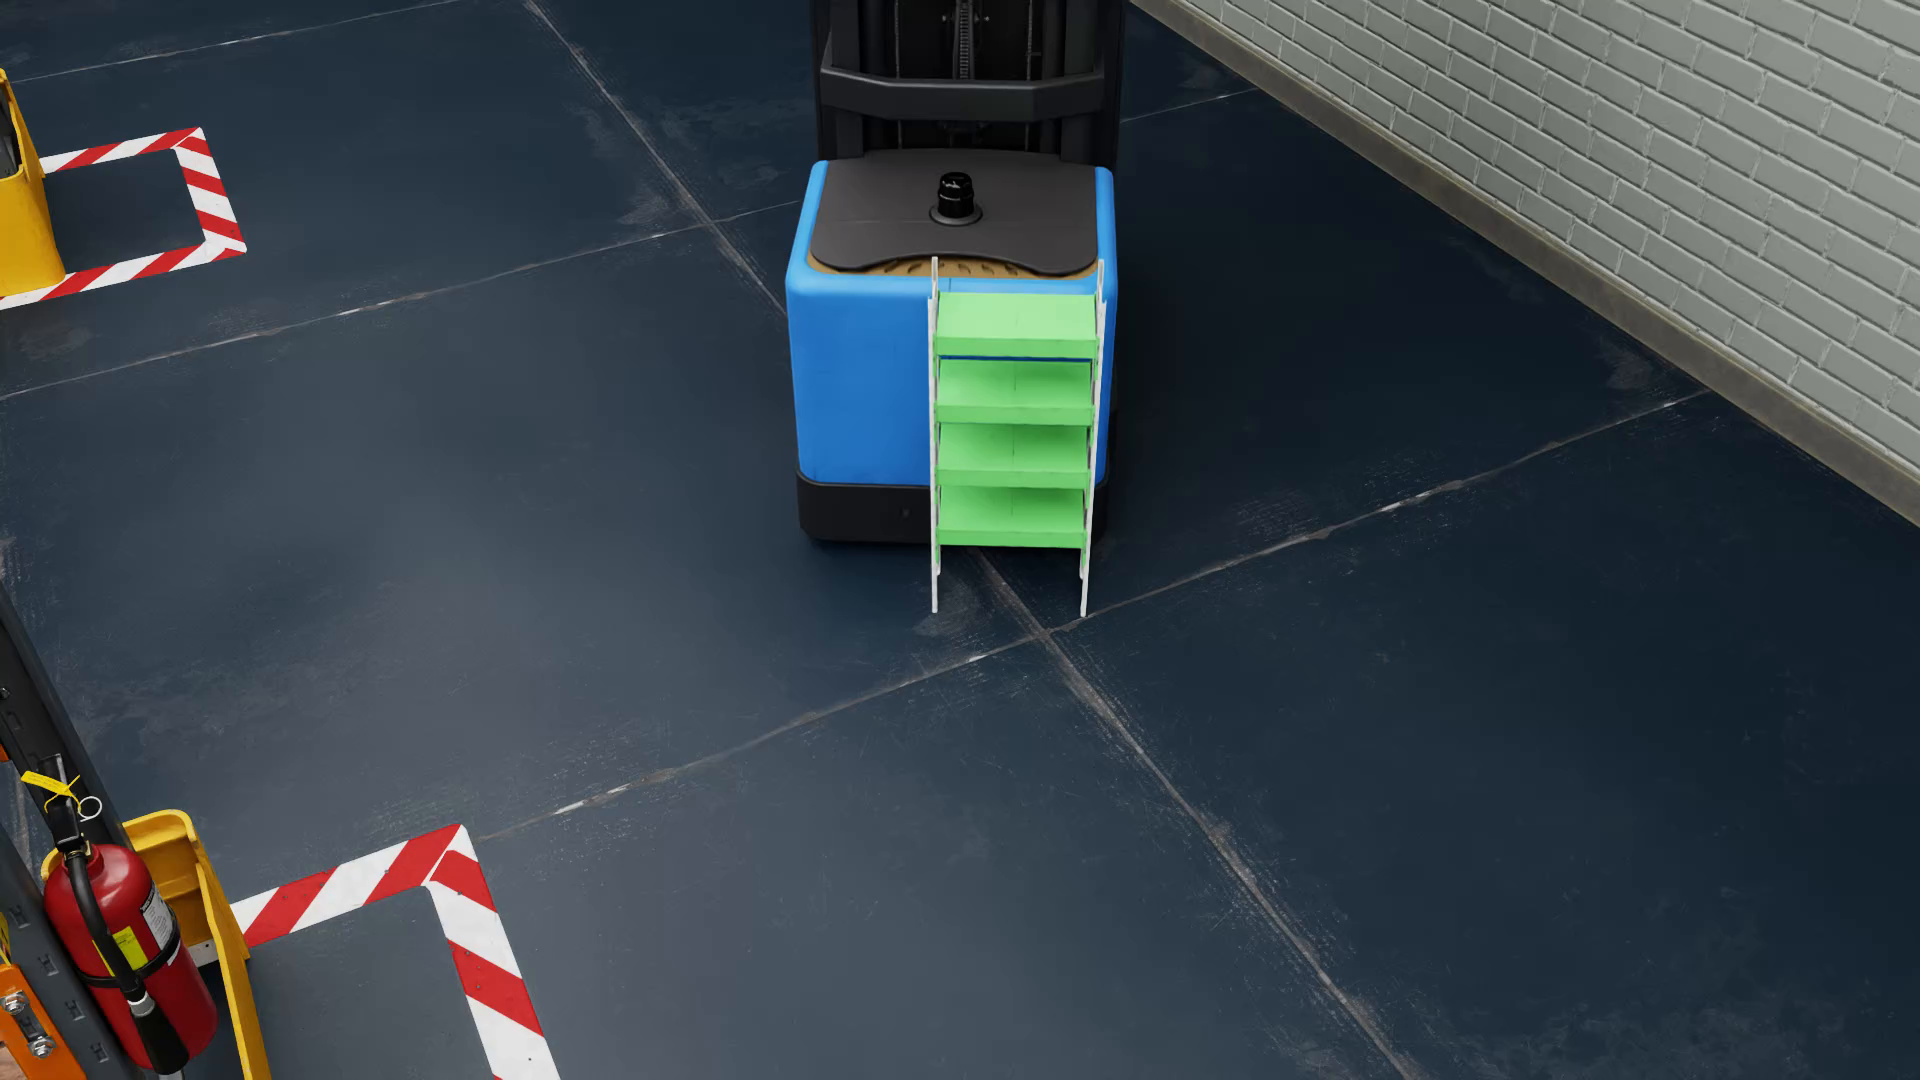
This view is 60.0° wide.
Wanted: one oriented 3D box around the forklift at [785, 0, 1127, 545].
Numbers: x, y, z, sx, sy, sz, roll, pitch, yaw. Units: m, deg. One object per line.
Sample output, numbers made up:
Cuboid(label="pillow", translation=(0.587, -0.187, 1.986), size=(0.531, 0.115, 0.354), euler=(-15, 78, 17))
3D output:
Cuboid(label="forklift", translation=(0.039, -2.027, 5.875), size=(1.130, 2.935, 3.031), euler=(2, 40, 2))

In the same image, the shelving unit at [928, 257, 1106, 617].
Cuboid(label="shelving unit", translation=(0.165, -0.289, 5.163), size=(0.503, 1.200, 0.258), euler=(1, 40, 2))

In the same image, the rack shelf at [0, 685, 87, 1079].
Cuboid(label="rack shelf", translation=(-3.623, 1.171, 2.602), size=(4.000, 0.370, 1.077), euler=(-19, 44, -21))

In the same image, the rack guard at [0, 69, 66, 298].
Cuboid(label="rack guard", translation=(-4.201, -1.563, 7.210), size=(0.348, 0.500, 1.175), euler=(-19, 44, -21))

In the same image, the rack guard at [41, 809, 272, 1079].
Cuboid(label="rack guard", translation=(-1.834, 1.239, 3.899), size=(0.348, 0.500, 1.175), euler=(-19, 44, -21))

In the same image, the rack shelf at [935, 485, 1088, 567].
Cuboid(label="rack shelf", translation=(0.165, -0.057, 5.359), size=(0.480, 0.148, 0.258), euler=(1, 40, 2))

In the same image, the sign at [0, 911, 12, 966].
Cuboid(label="sign", translation=(-1.580, 0.547, 2.655), size=(0.005, 0.325, 0.100), euler=(-19, 44, -21))

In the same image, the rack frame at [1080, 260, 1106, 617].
Cuboid(label="rack frame", translation=(0.409, -0.283, 5.156), size=(0.015, 1.200, 0.240), euler=(1, 40, 2))

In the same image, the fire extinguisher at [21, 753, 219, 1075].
Cuboid(label="fire extinguisher", translation=(-1.505, 0.687, 2.966), size=(0.183, 0.674, 0.296), euler=(-19, 44, -21))

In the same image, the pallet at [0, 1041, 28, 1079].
Cuboid(label="pallet", translation=(-2.598, 1.588, 3.711), size=(1.213, 0.211, 1.003), euler=(-19, 44, -21))

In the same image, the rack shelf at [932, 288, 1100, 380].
Cuboid(label="rack shelf", translation=(0.165, -0.607, 4.894), size=(0.480, 0.148, 0.258), euler=(1, 40, 2))

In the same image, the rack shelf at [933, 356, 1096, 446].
Cuboid(label="rack shelf", translation=(0.165, -0.423, 5.049), size=(0.480, 0.148, 0.258), euler=(1, 40, 2))

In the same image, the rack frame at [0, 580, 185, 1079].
Cuboid(label="rack frame", translation=(-1.849, 0.299, 3.075), size=(0.127, 3.000, 1.000), euler=(-19, 44, -21))

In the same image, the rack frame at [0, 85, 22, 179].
Cuboid(label="rack frame", translation=(-4.134, -2.540, 6.429), size=(0.127, 3.000, 1.000), euler=(-19, 44, -21))

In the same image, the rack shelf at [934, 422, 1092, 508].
Cuboid(label="rack shelf", translation=(0.165, -0.240, 5.204), size=(0.480, 0.148, 0.258), euler=(1, 40, 2))

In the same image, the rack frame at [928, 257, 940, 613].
Cuboid(label="rack frame", translation=(-0.079, -0.295, 5.170), size=(0.015, 1.200, 0.240), euler=(1, 40, 2))
